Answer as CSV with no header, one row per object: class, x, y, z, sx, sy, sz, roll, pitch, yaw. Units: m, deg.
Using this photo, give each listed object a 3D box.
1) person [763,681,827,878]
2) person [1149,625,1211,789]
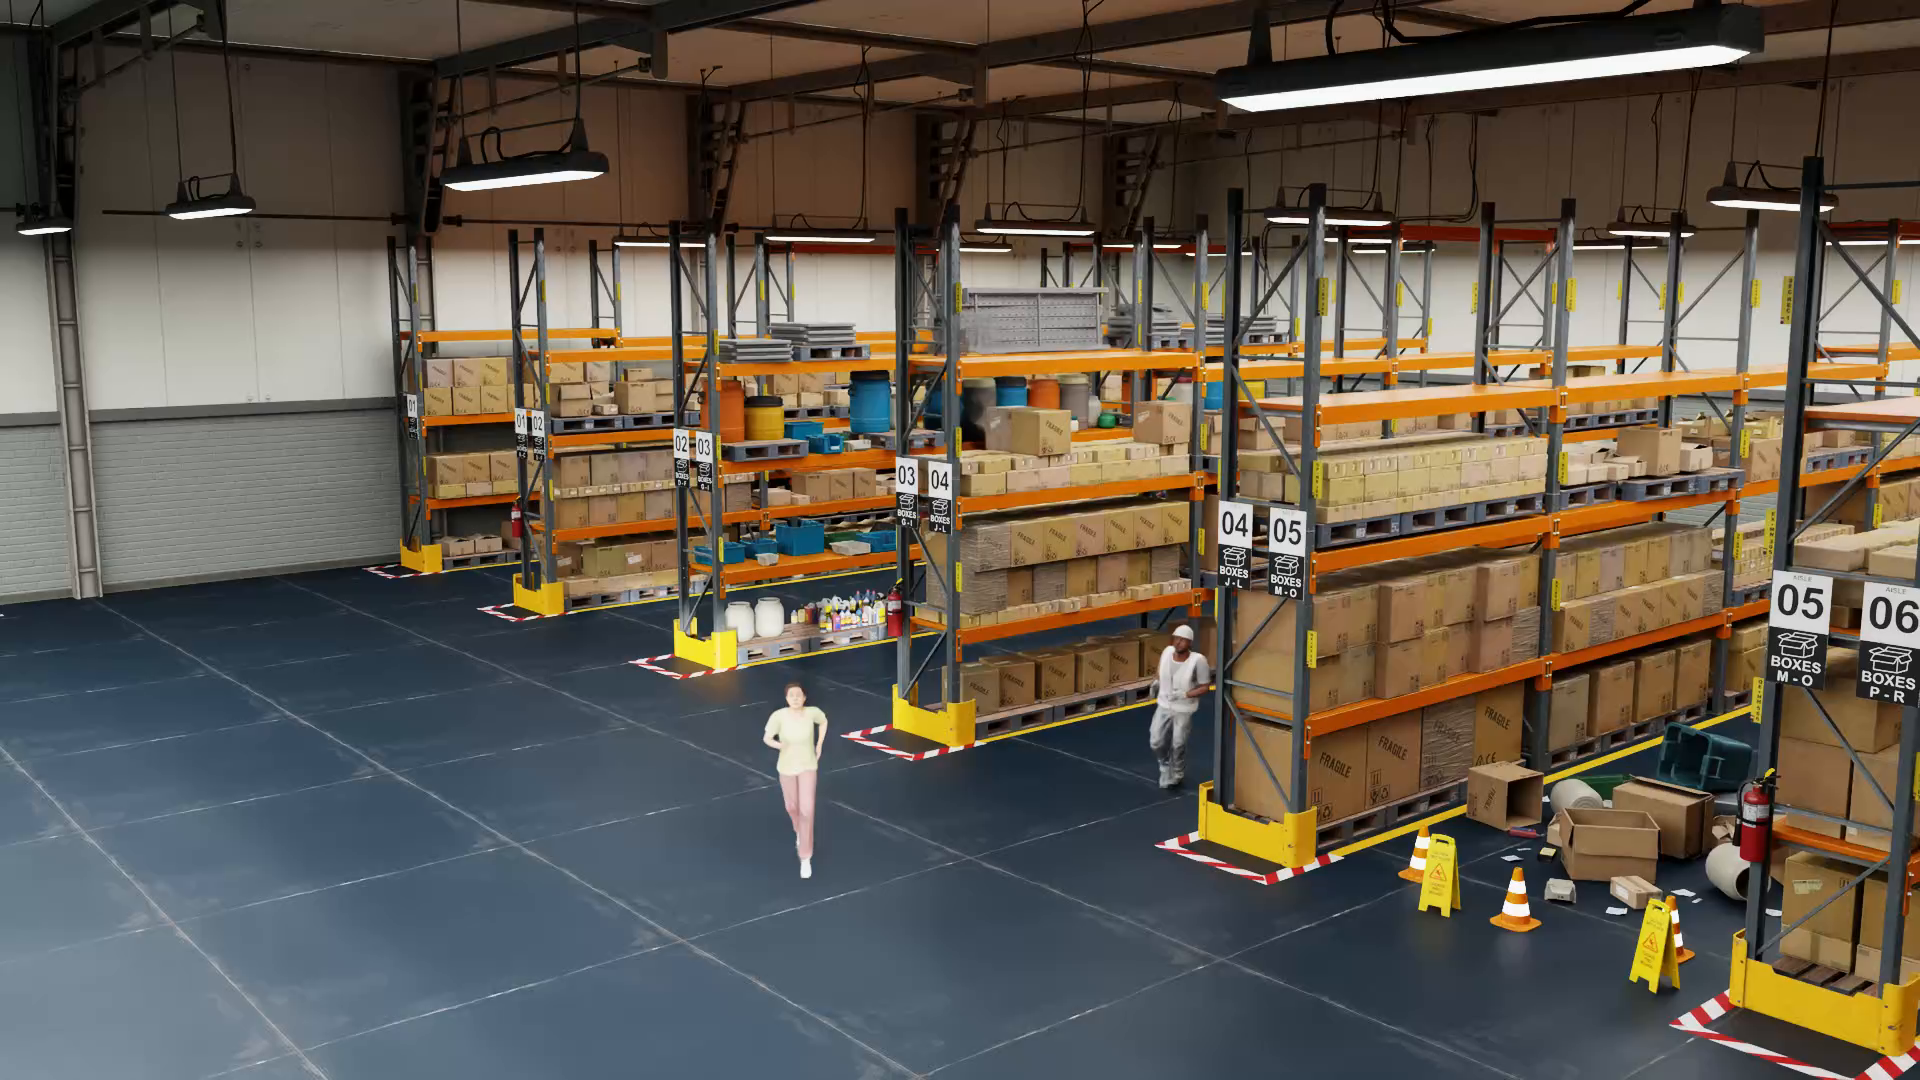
person,-1.473,2.084,14.914,0.548,1.718,0.907,0,9,1
person,2.237,1.720,16.934,0.662,1.759,0.638,5,10,31
